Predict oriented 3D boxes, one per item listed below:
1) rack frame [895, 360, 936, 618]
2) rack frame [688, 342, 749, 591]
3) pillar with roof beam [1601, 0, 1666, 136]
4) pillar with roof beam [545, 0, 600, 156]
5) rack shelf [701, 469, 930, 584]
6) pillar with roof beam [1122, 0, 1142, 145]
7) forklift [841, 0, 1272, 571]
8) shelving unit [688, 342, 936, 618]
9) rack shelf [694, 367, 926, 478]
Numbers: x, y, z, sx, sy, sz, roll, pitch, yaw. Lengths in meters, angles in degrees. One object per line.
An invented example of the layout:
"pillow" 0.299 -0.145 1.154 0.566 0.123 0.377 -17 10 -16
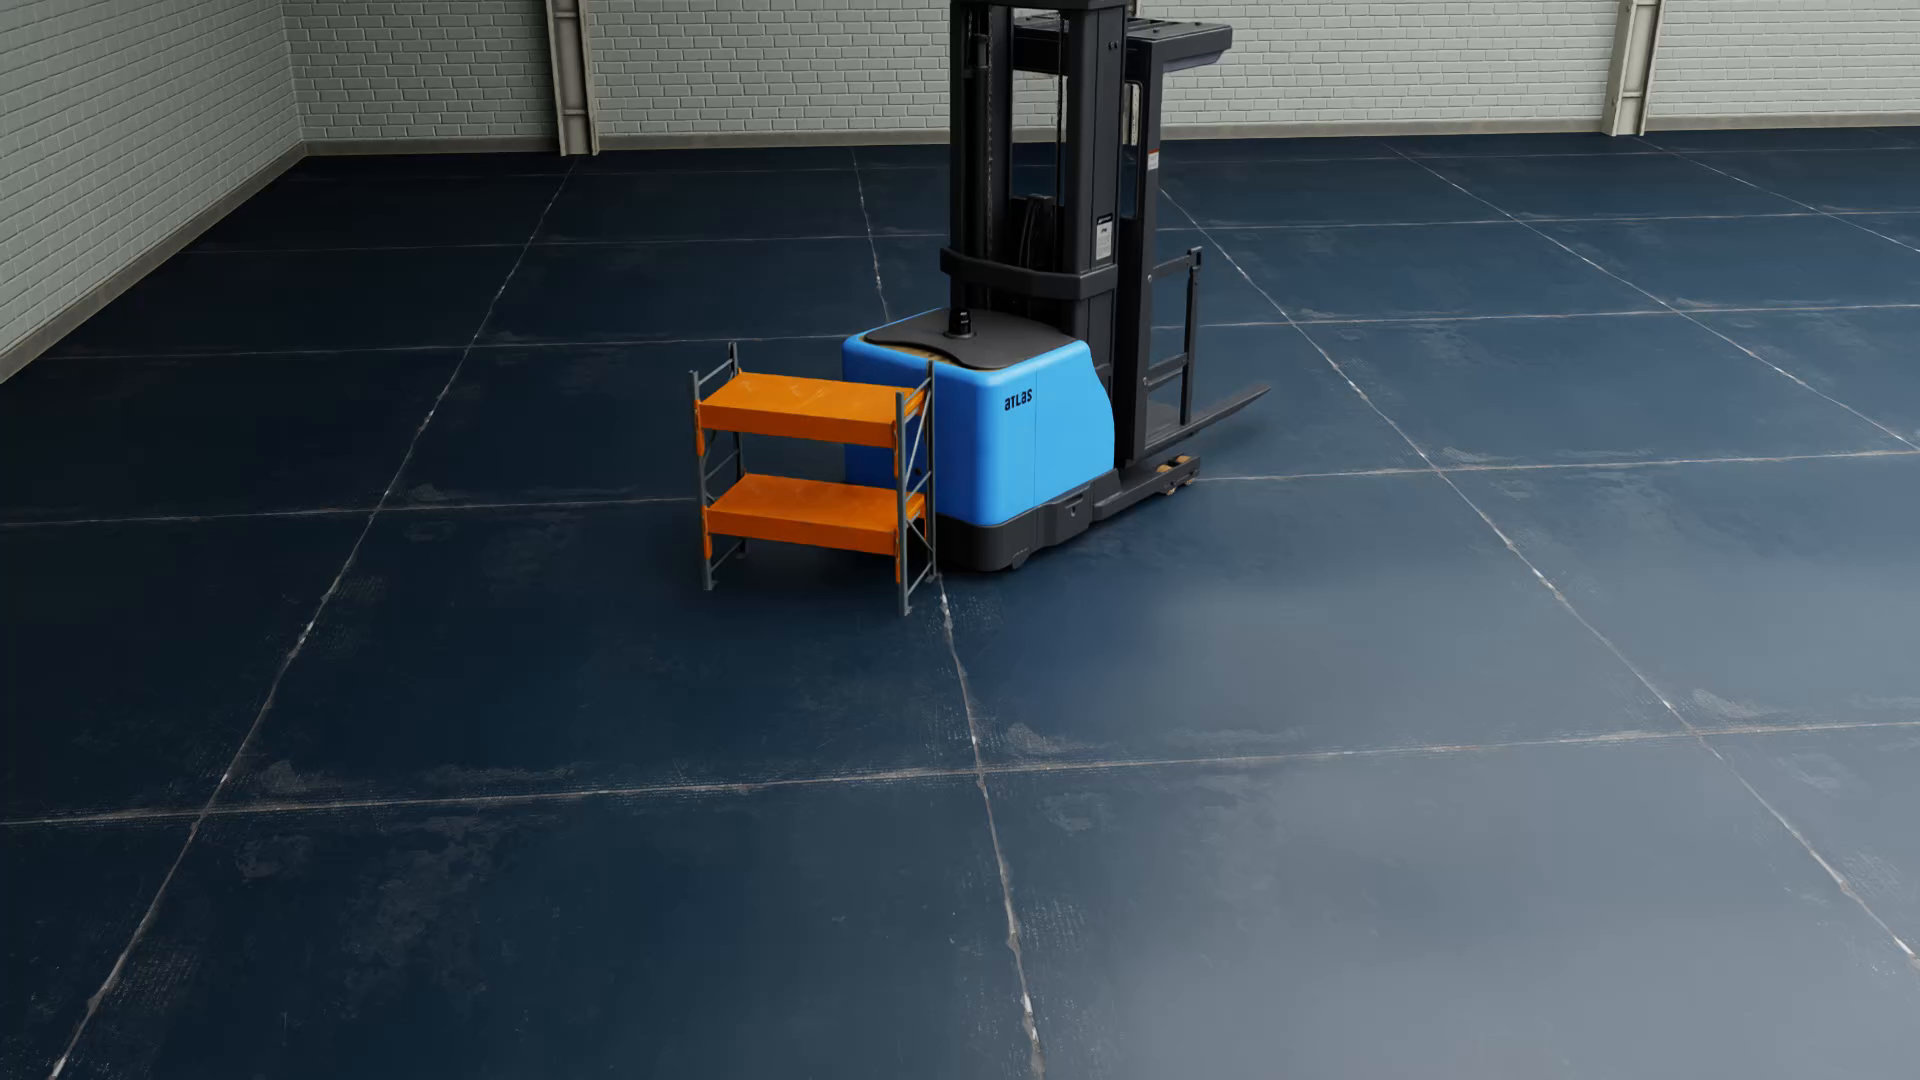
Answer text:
"rack frame" -0.206 -0.243 7.913 0.032 1.125 0.500 7 25 15
"rack frame" -1.181 -0.360 8.175 0.032 1.125 0.500 7 25 15
"pillar with roof beam" 8.167 -7.131 13.715 0.400 9.000 9.100 -2 24 -5
"pillar with roof beam" -3.775 -6.652 12.637 0.400 9.000 9.100 -2 24 -5
"rack shelf" -0.693 -0.078 8.143 1.000 0.278 0.538 7 25 15
"pillar with roof beam" 2.196 -6.892 13.176 0.400 9.000 9.100 -2 24 -5
"forklift" 0.715 -1.708 8.985 1.130 2.935 3.031 19 30 36
"shelving unit" -0.693 -0.302 8.044 1.048 1.125 0.538 7 25 15
"rack shelf" -0.693 -0.569 7.925 1.000 0.278 0.538 7 25 15
